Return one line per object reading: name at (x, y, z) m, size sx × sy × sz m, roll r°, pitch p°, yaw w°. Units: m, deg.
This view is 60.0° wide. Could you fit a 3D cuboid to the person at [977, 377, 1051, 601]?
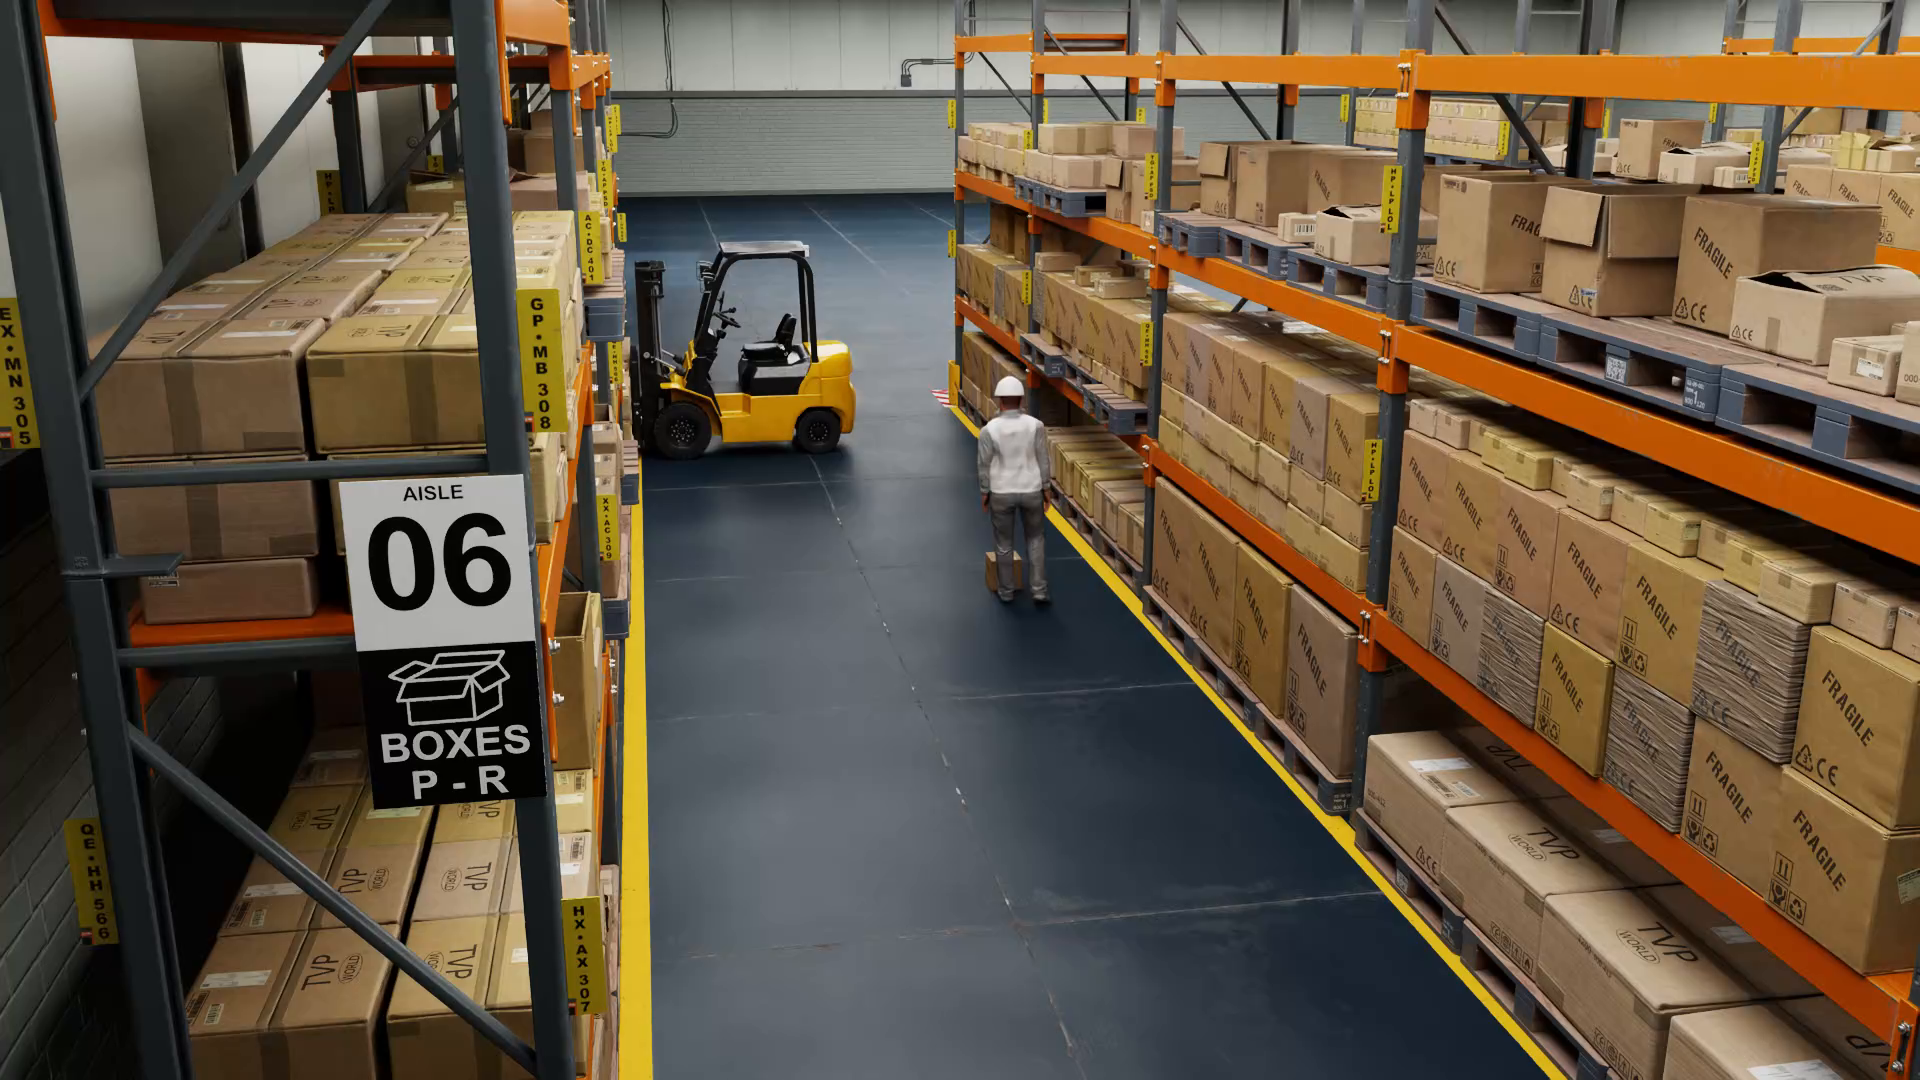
person at (0.420, -0.363, 12.749) m, size 0.596 × 1.820 × 0.476 m, roll -1°, pitch 16°, yaw -5°
